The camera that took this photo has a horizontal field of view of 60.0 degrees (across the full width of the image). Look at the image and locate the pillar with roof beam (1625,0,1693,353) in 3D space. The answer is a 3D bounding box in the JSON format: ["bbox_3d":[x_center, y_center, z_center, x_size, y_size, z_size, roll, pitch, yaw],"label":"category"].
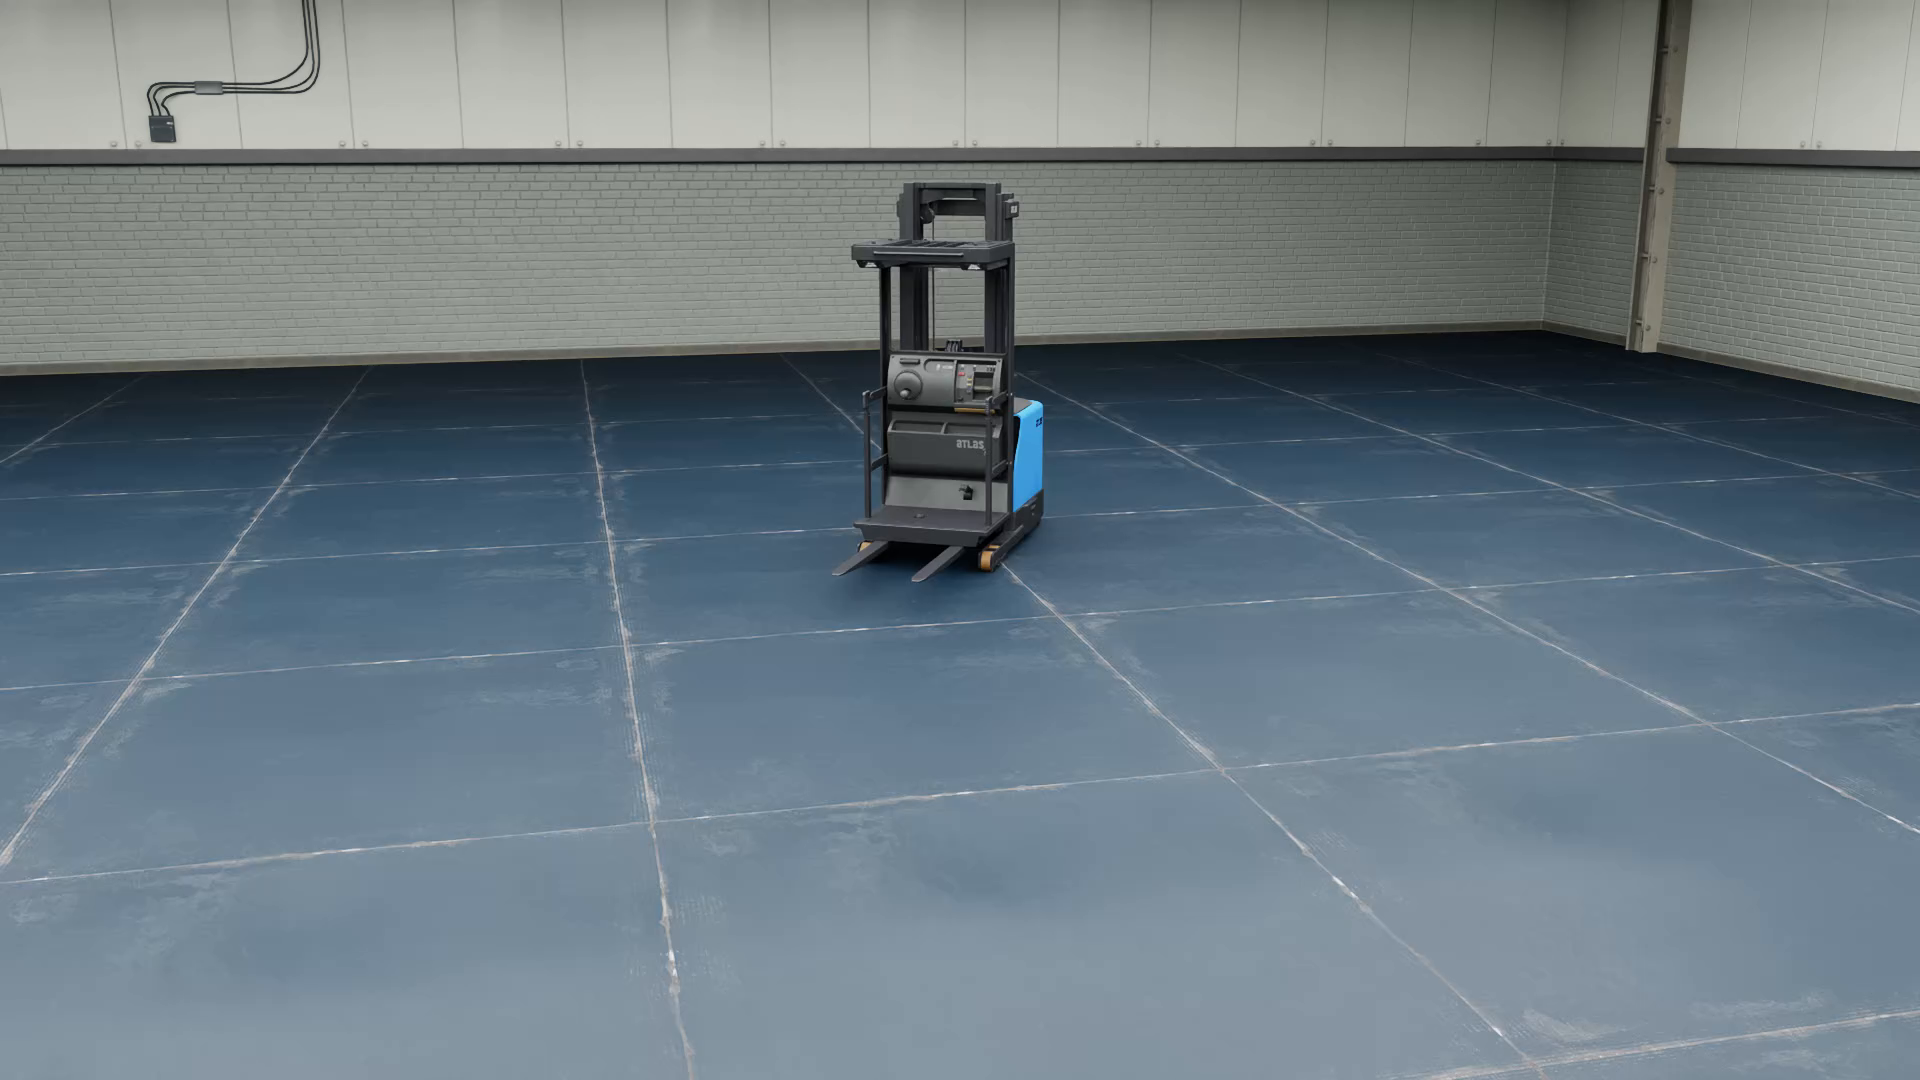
[{"bbox_3d":[6.502,-7.099,24.022,9.100,9.000,0.400,-3,14,-13],"label":"pillar with roof beam"}]

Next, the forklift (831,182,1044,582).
[{"bbox_3d":[-0.179,-1.280,12.992,1.130,2.935,3.031,4,14,16],"label":"forklift"}]

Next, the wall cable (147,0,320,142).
[{"bbox_3d":[-10.107,-8.514,22.648,2.305,6.003,0.169,-3,14,-13],"label":"wall cable"}]
